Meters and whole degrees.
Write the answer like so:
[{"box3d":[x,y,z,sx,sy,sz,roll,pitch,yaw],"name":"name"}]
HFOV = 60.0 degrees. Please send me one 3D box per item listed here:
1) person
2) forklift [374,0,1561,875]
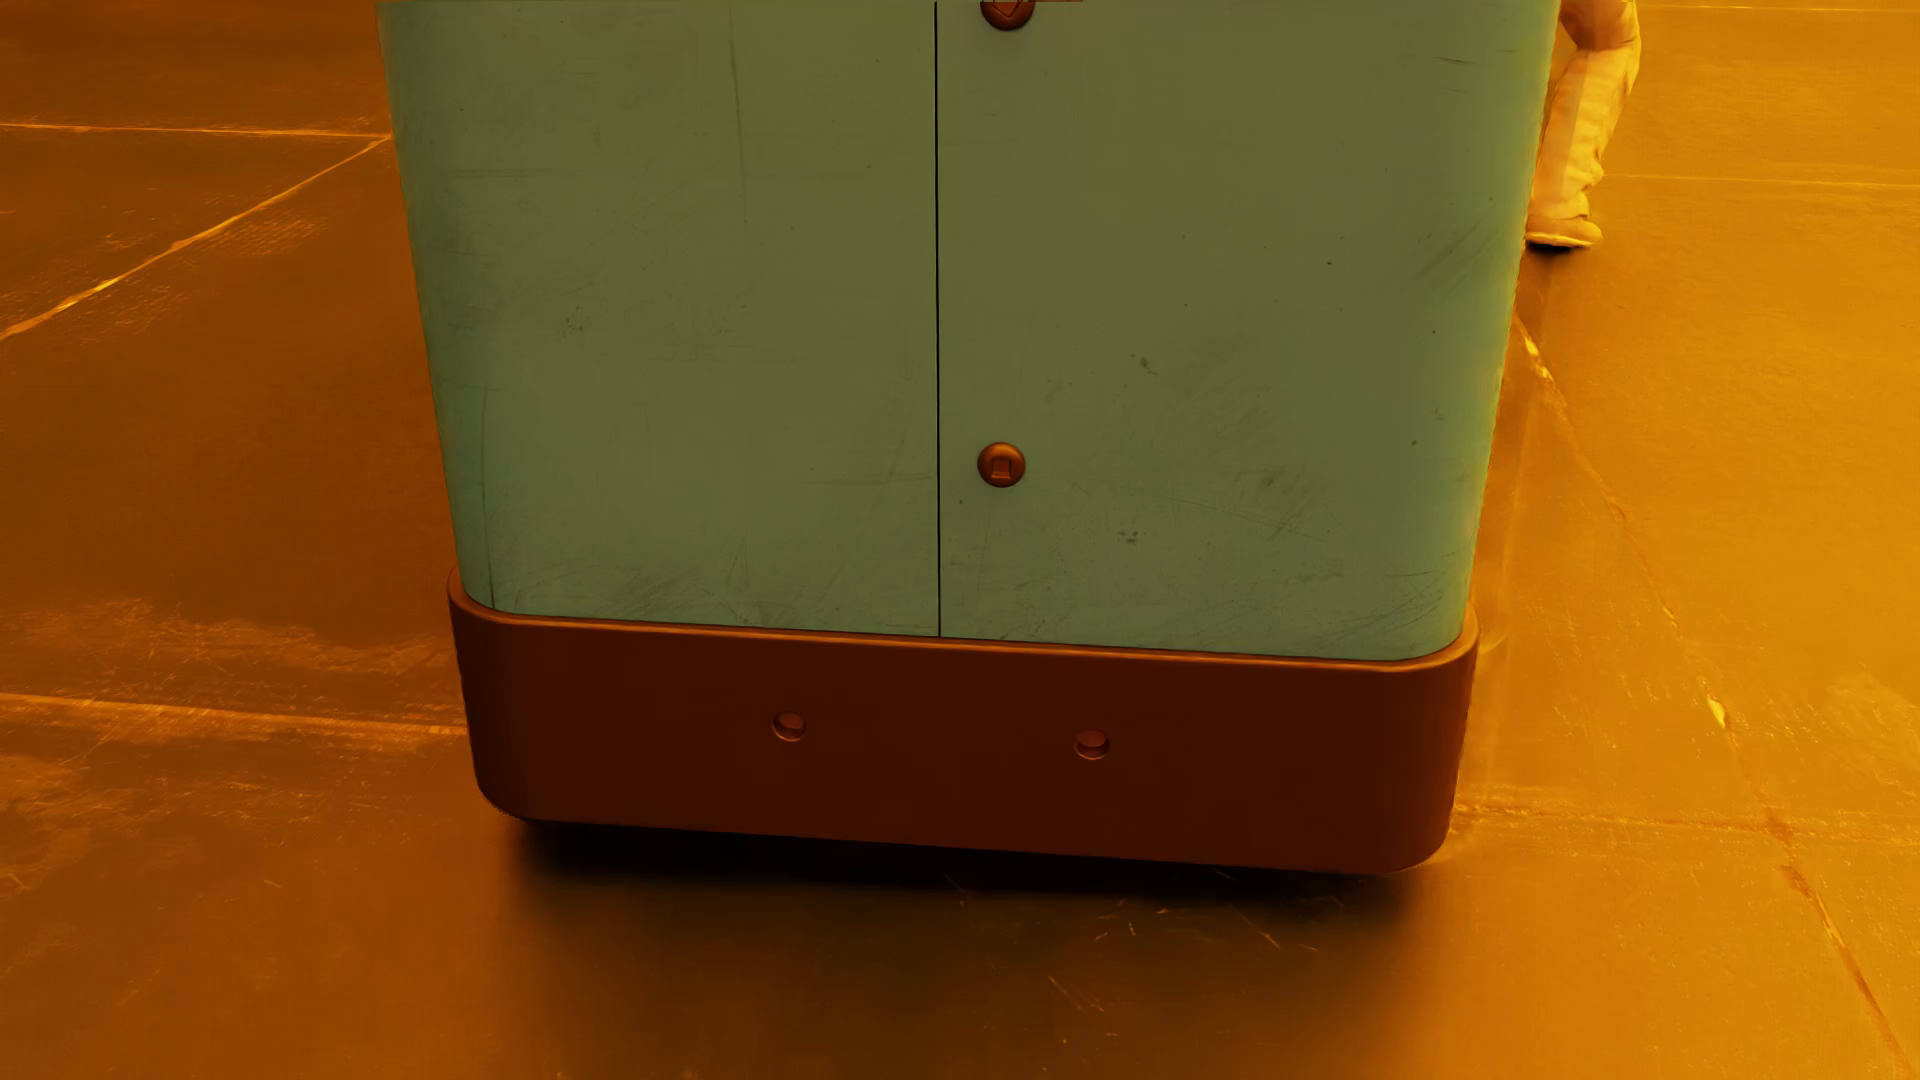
[{"box3d":[1.245,-1.391,3.663,0.702,1.588,0.690,8,28,15],"name":"person"},{"box3d":[0.143,-1.604,2.432,1.130,2.935,3.031,3,27,6],"name":"forklift"}]
